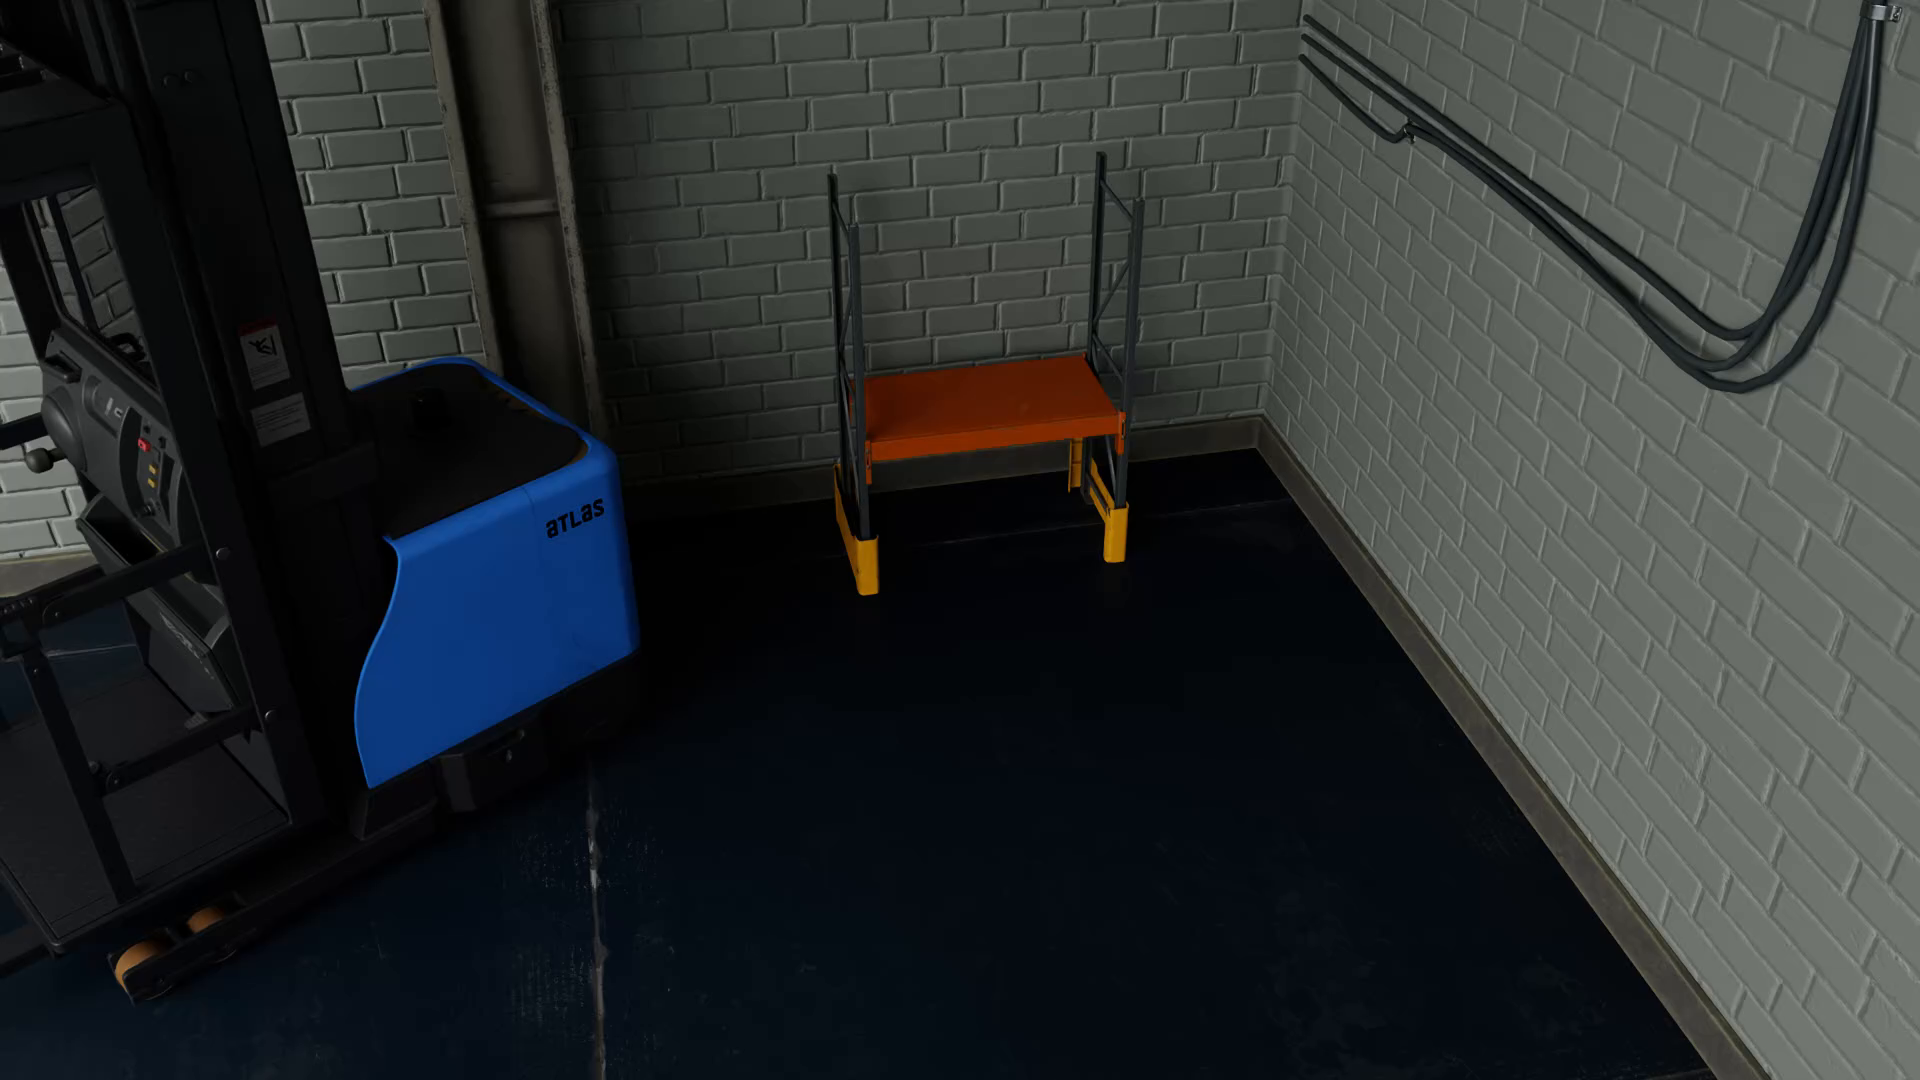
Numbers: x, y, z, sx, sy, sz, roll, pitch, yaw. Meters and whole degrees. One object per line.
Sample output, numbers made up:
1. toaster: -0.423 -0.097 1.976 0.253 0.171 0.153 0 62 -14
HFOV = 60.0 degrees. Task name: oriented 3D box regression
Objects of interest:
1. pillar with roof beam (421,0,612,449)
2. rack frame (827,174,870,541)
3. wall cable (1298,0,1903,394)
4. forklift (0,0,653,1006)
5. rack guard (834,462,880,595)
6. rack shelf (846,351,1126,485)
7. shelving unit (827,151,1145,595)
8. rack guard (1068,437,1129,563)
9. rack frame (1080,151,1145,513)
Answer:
1. pillar with roof beam: -0.614 -1.377 0.726 0.400 9.000 9.100 -7 35 -11
2. rack frame: -0.413 -0.571 6.255 0.032 1.500 0.500 -7 35 -11
3. wall cable: 1.601 -2.071 4.547 0.112 2.526 3.097 -7 35 -11
4. forklift: -2.477 -0.225 4.455 3.031 2.935 1.130 -29 43 -36
5. rack guard: -0.411 -0.052 6.603 0.087 0.250 0.587 -7 35 -11
6. rack shelf: 0.083 -0.484 6.448 1.000 0.185 0.538 -7 35 -11
7. shelving unit: 0.074 -0.632 6.346 1.083 1.500 0.587 -7 35 -11
8. rack guard: 0.560 -0.174 6.786 0.087 0.250 0.587 -7 35 -11
9. rack frame: 0.579 -0.696 6.441 0.032 1.500 0.500 -7 35 -11
